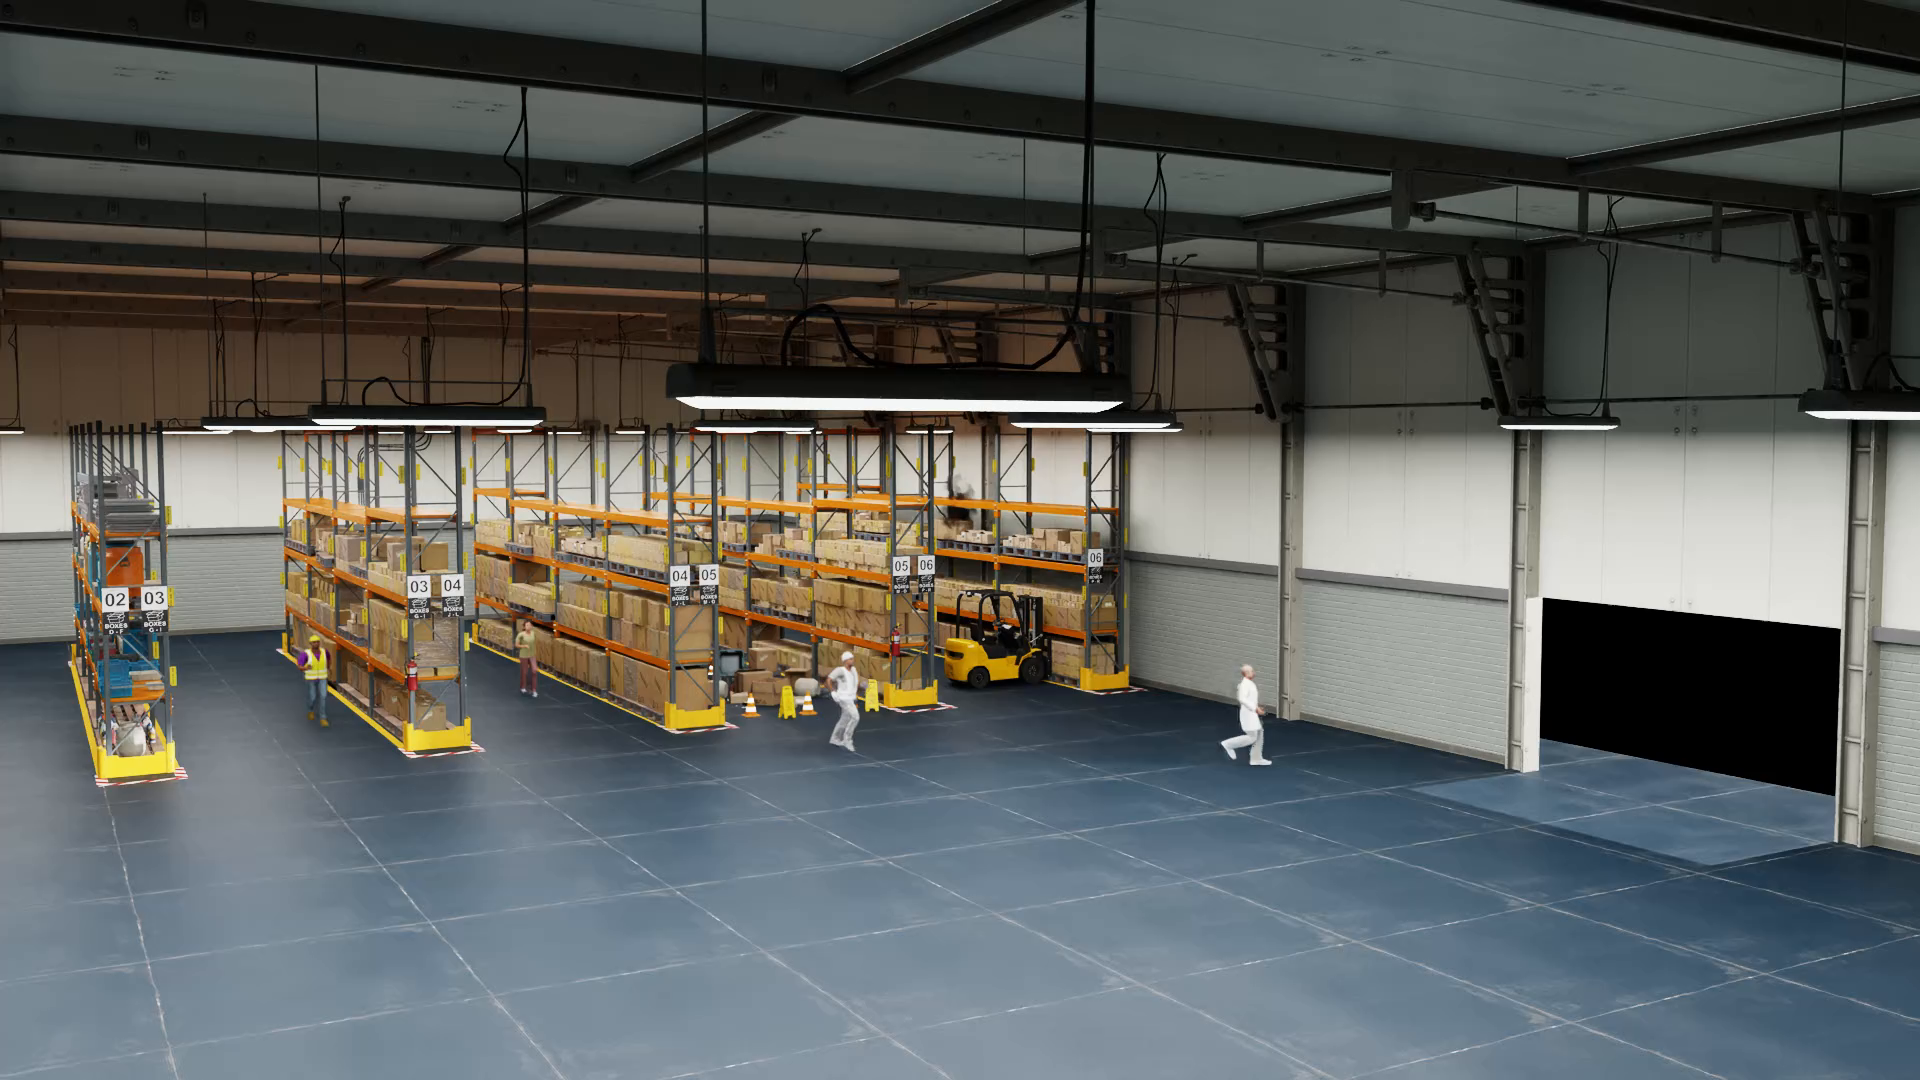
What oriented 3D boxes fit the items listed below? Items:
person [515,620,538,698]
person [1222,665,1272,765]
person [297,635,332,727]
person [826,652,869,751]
[{"bbox_3d":[-9.593,2.624,36.784,0.559,1.724,0.743,-2,4,-33],"label":"person"},{"bbox_3d":[5.005,3.052,28.971,0.865,1.745,0.726,1,4,13],"label":"person"},{"bbox_3d":[-12.787,2.772,33.013,0.695,1.770,0.962,-2,4,-33],"label":"person"},{"bbox_3d":[-2.055,2.961,30.541,0.754,1.824,0.665,1,4,19],"label":"person"}]
